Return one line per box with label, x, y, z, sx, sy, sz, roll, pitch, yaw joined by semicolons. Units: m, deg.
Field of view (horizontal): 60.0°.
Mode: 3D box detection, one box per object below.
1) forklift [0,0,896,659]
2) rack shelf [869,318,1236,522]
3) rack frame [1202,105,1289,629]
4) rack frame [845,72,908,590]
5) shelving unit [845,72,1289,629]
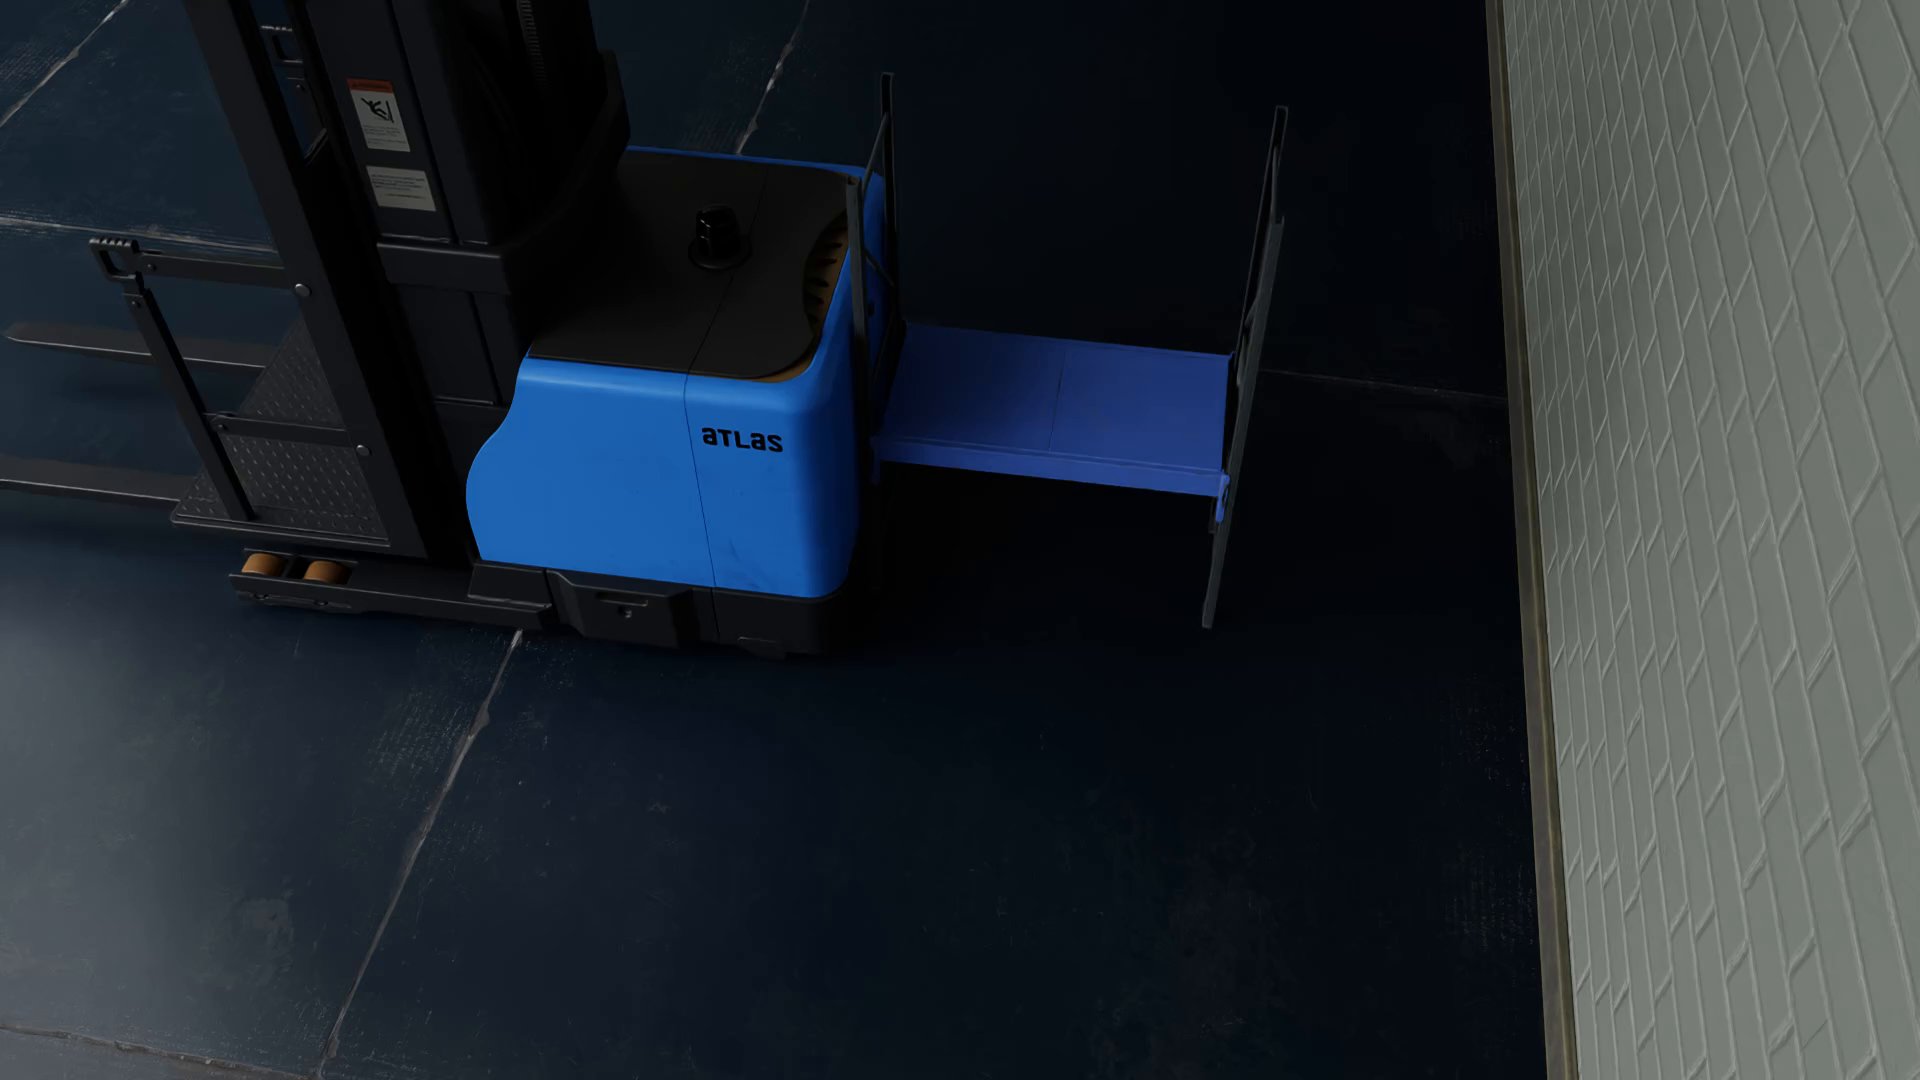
forklift;-1.746;-1.141;4.305;3.031;2.935;1.130;6;48;6
rack shelf;0.279;-0.355;4.803;1.000;0.185;0.538;6;48;6
rack frame;0.781;-0.419;4.618;0.032;1.500;0.500;6;48;6
rack frame;-0.224;-0.533;4.720;0.032;1.500;0.500;6;48;6
shelving unit;0.279;-0.476;4.669;1.048;1.500;0.538;6;48;6
